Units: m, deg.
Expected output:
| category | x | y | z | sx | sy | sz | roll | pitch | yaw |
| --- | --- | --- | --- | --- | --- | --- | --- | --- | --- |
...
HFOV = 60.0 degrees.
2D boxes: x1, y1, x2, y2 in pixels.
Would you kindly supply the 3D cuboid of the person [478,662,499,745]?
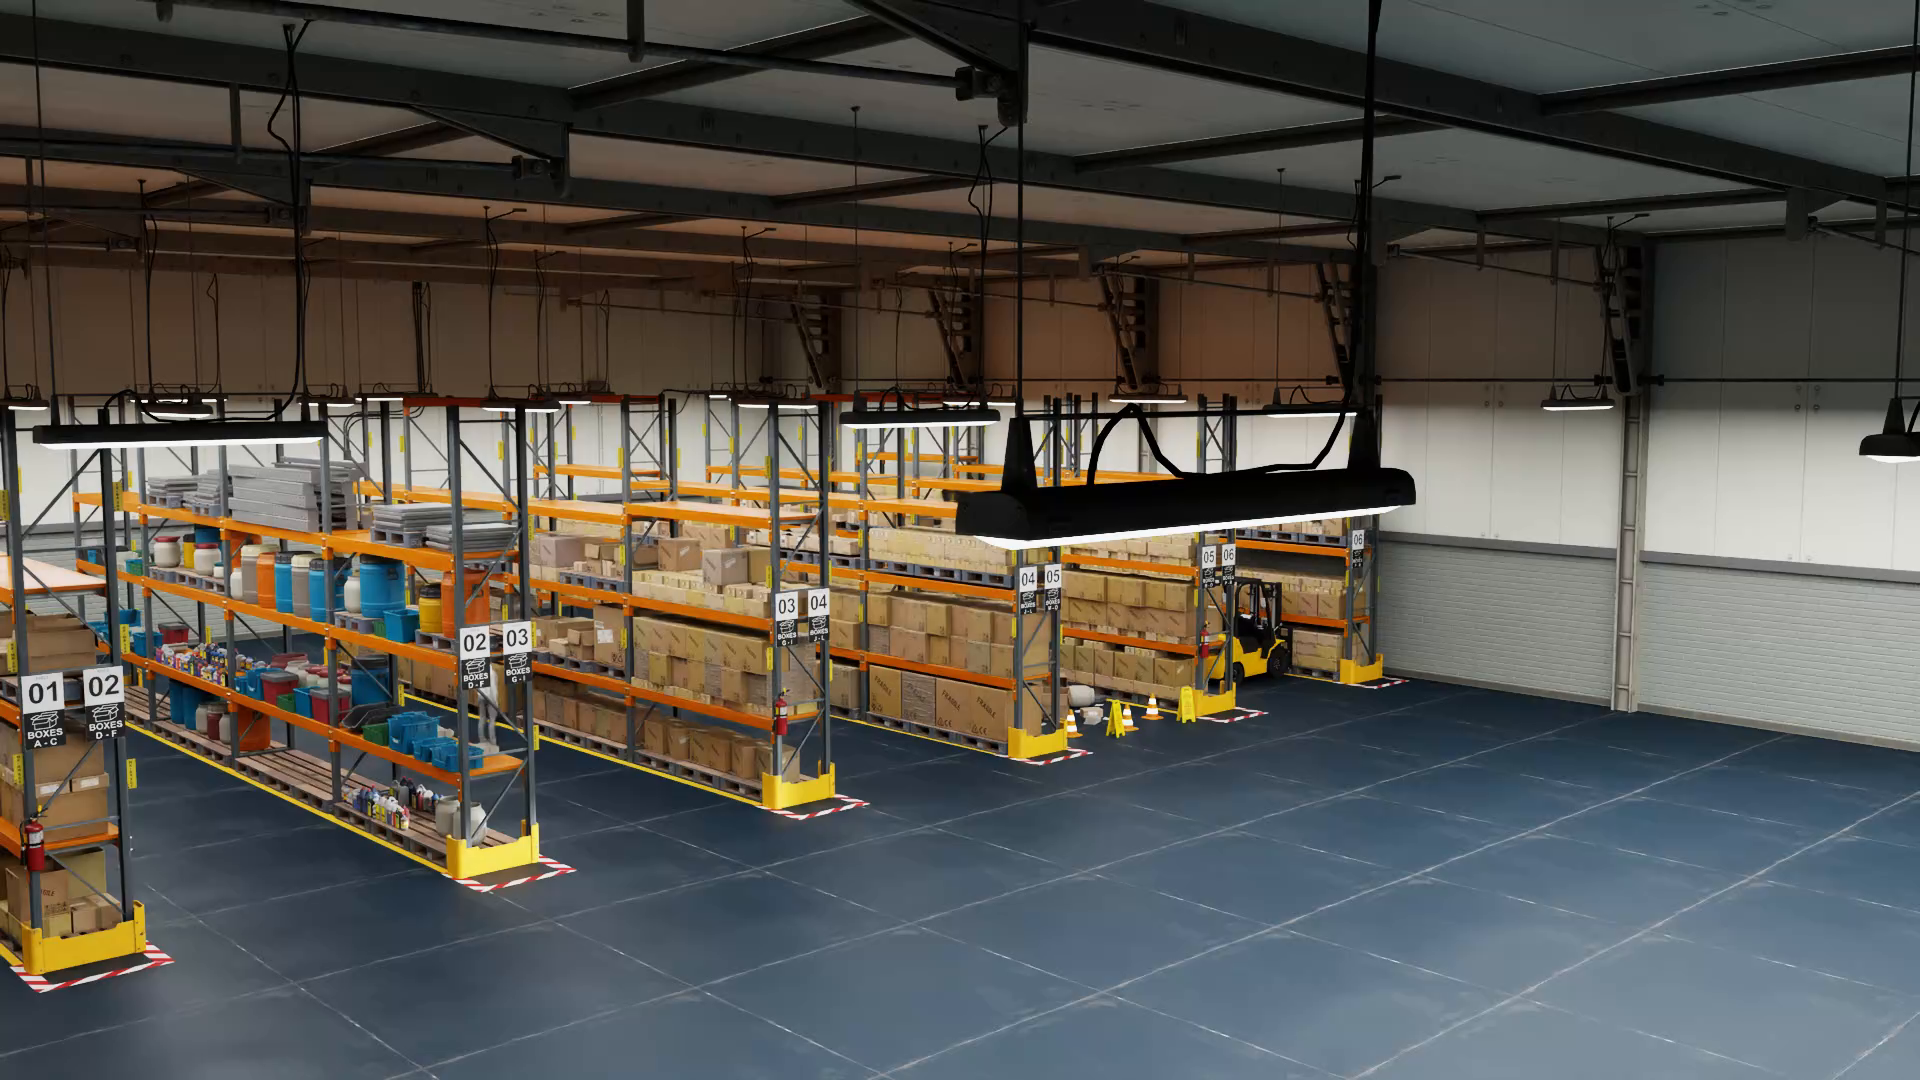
| category | x | y | z | sx | sy | sz | roll | pitch | yaw |
| --- | --- | --- | --- | --- | --- | --- | --- | --- | --- |
| person | -8.134 | 2.716 | 28.700 | 0.488 | 1.694 | 0.377 | 3 | 7 | 32 |
